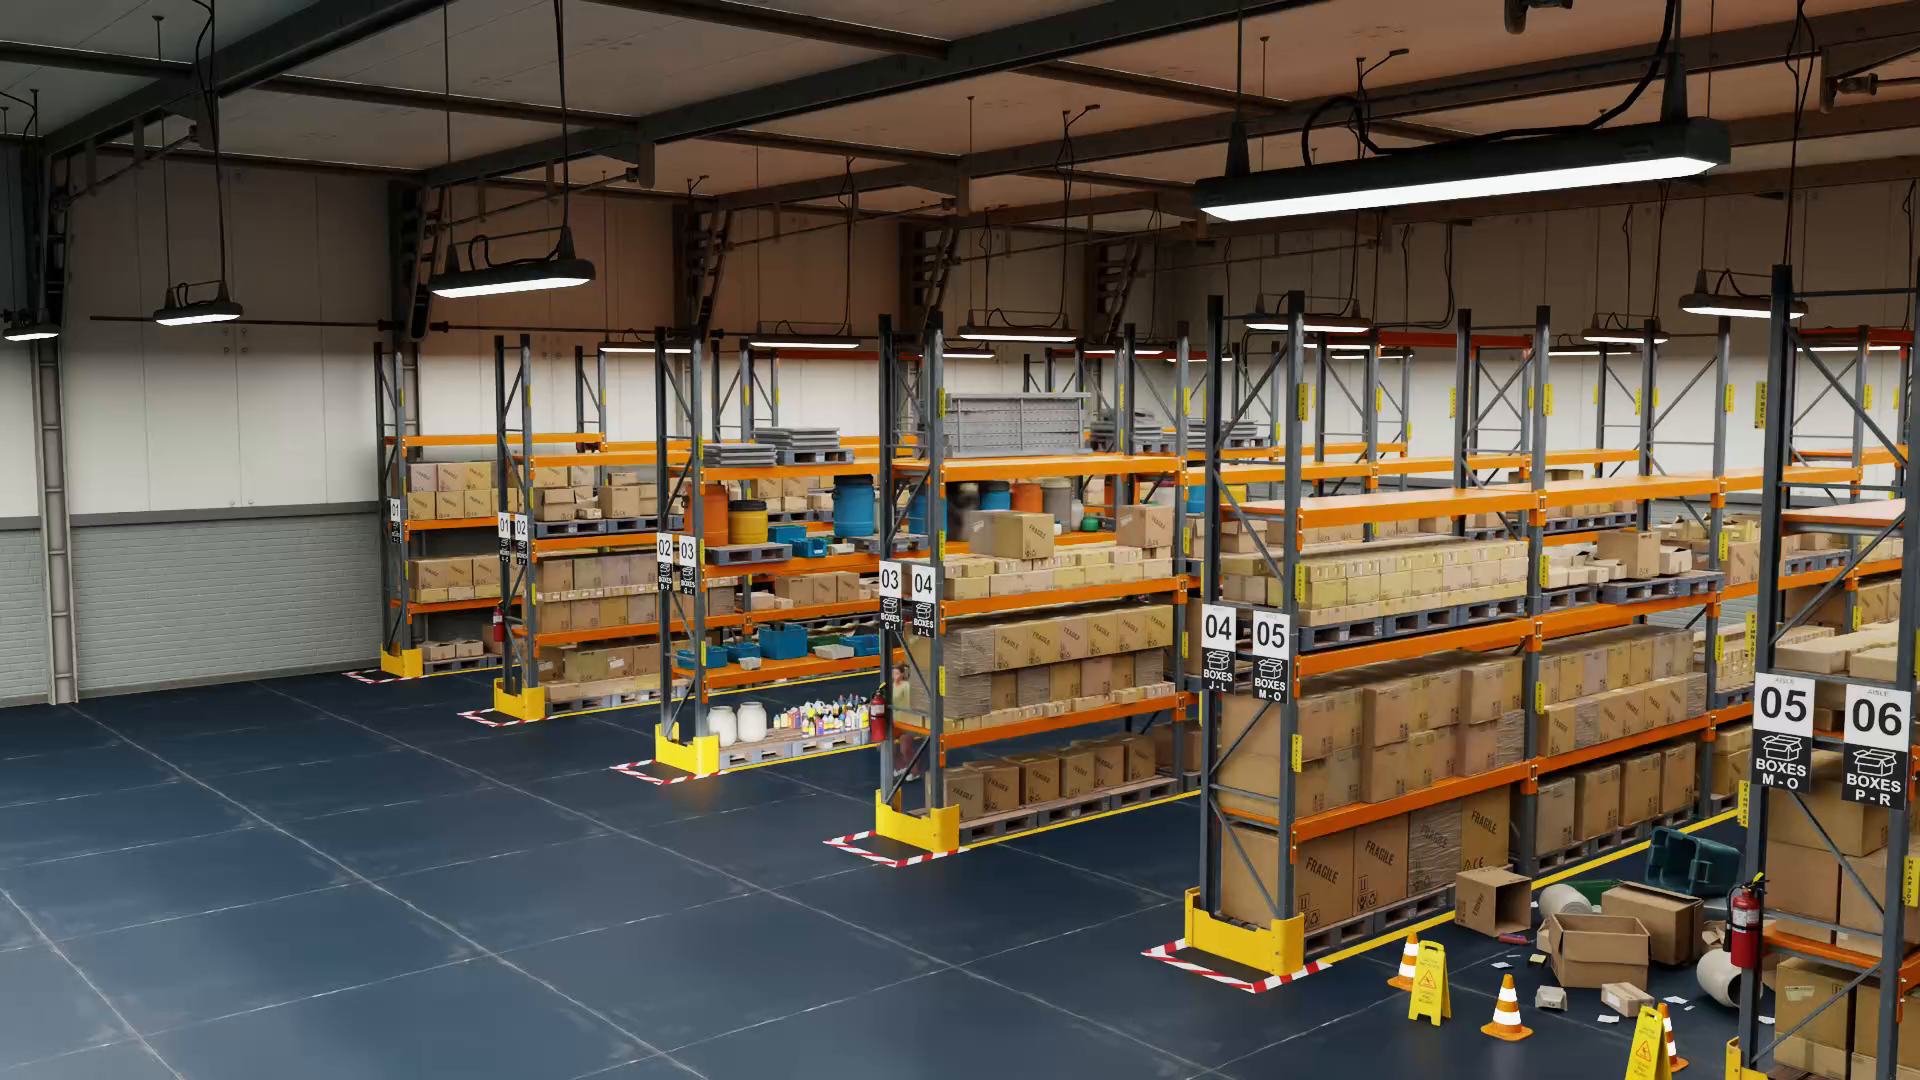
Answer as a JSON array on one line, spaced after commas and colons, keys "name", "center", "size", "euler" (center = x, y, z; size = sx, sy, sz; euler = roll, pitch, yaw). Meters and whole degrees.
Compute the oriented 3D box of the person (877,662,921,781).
[{"name": "person", "center": [-0.739, 2.368, 21.628], "size": [0.695, 1.615, 0.546], "euler": [-5, 7, -44]}]
